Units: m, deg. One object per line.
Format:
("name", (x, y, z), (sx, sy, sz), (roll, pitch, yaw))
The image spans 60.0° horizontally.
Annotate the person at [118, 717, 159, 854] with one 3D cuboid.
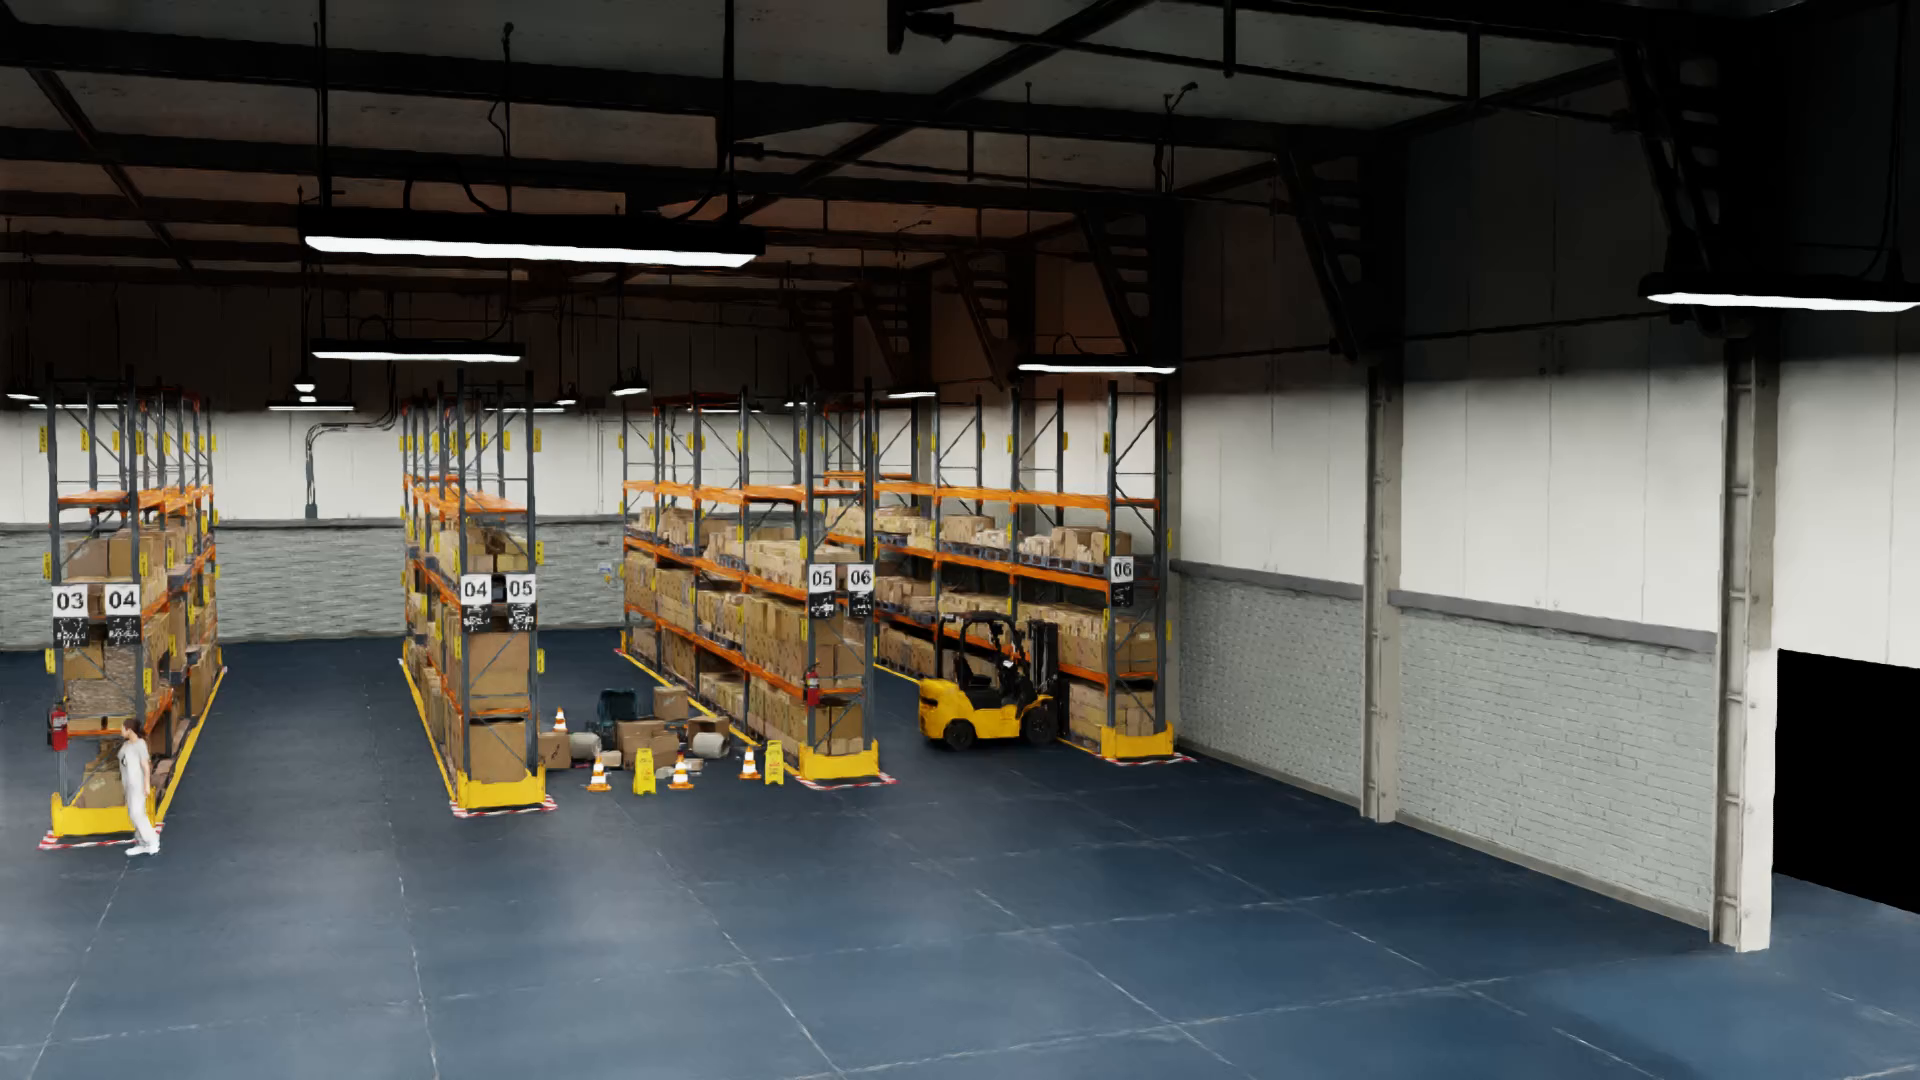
("person", (-9.964, 2.979, 20.176), (0.570, 1.666, 0.382), (3, 4, 38))
